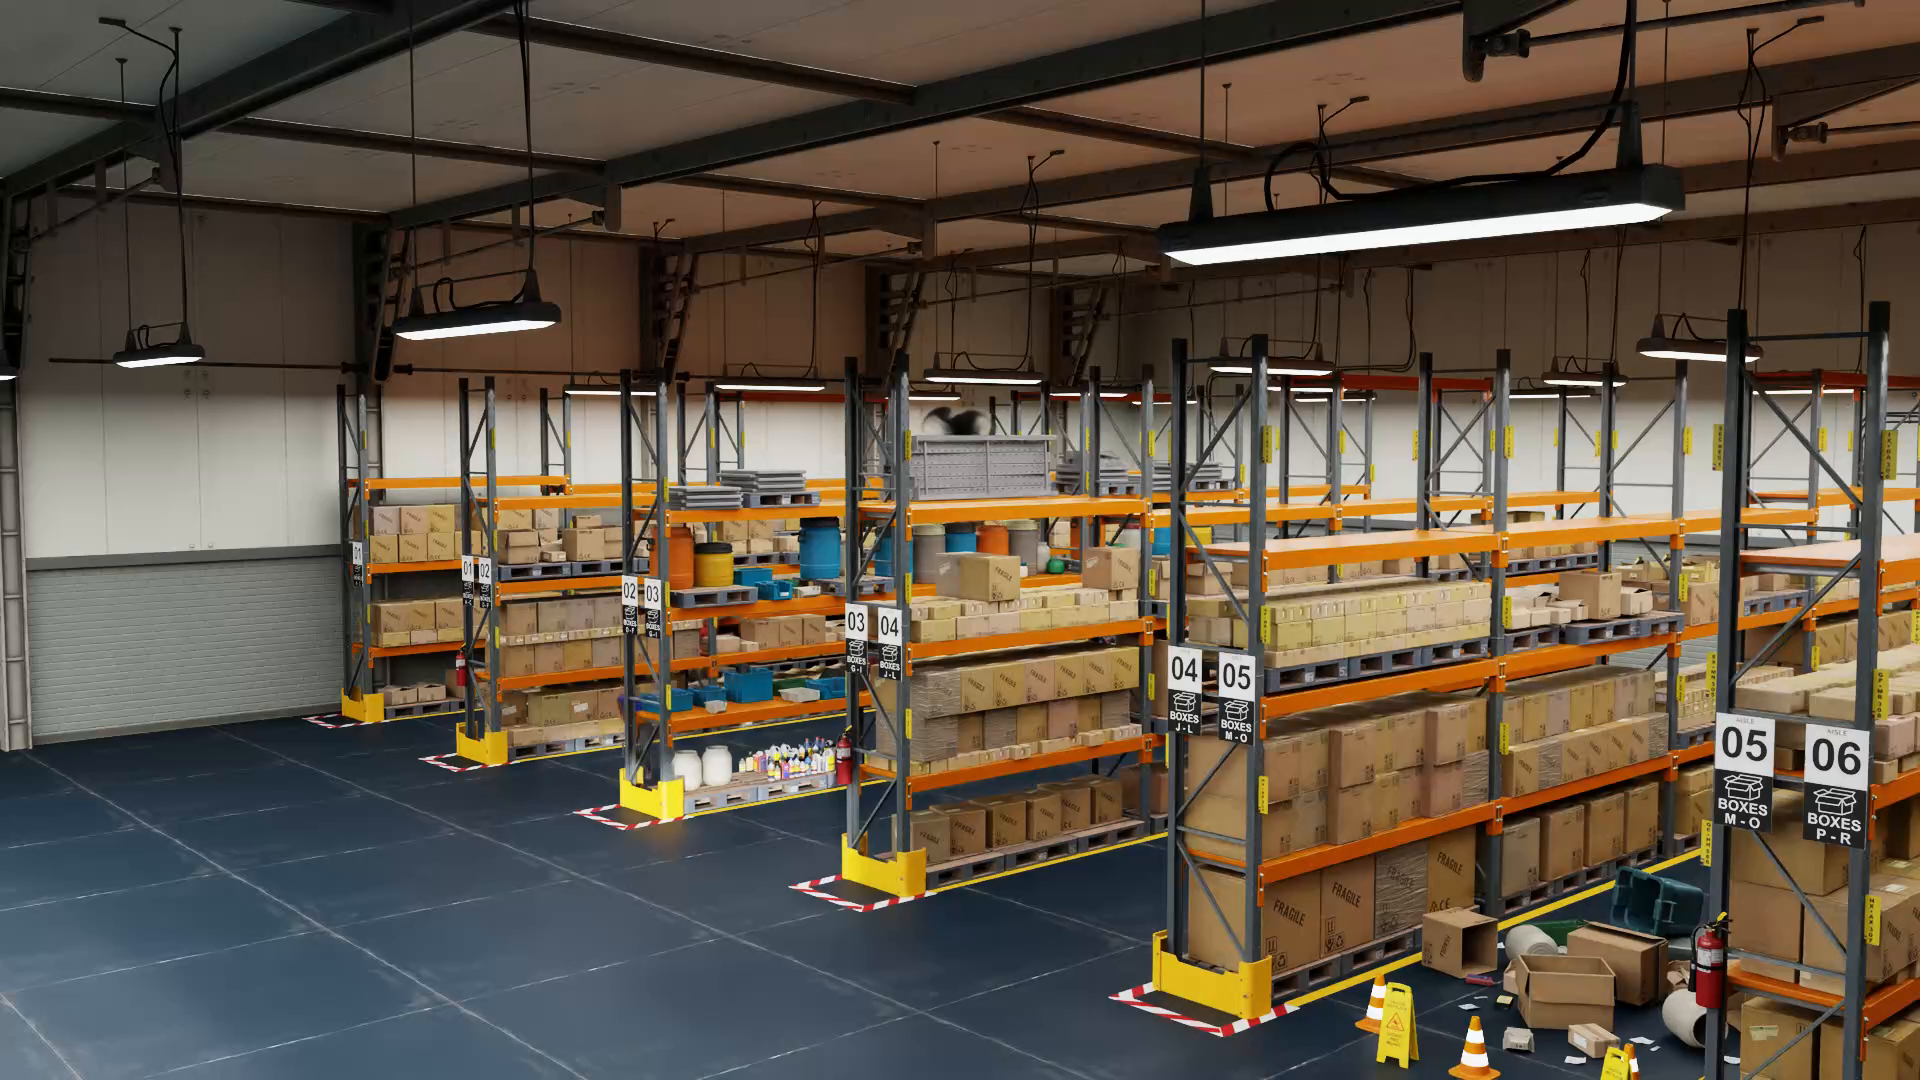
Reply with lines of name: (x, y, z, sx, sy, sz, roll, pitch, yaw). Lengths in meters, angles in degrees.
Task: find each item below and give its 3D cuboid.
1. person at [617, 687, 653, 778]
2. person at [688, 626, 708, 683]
person: (-4.810, 2.815, 24.509, 0.603, 1.486, 0.850, 1, 4, 16)
person: (-5.103, 2.229, 31.889, 0.648, 1.676, 0.668, 2, 4, 30)
